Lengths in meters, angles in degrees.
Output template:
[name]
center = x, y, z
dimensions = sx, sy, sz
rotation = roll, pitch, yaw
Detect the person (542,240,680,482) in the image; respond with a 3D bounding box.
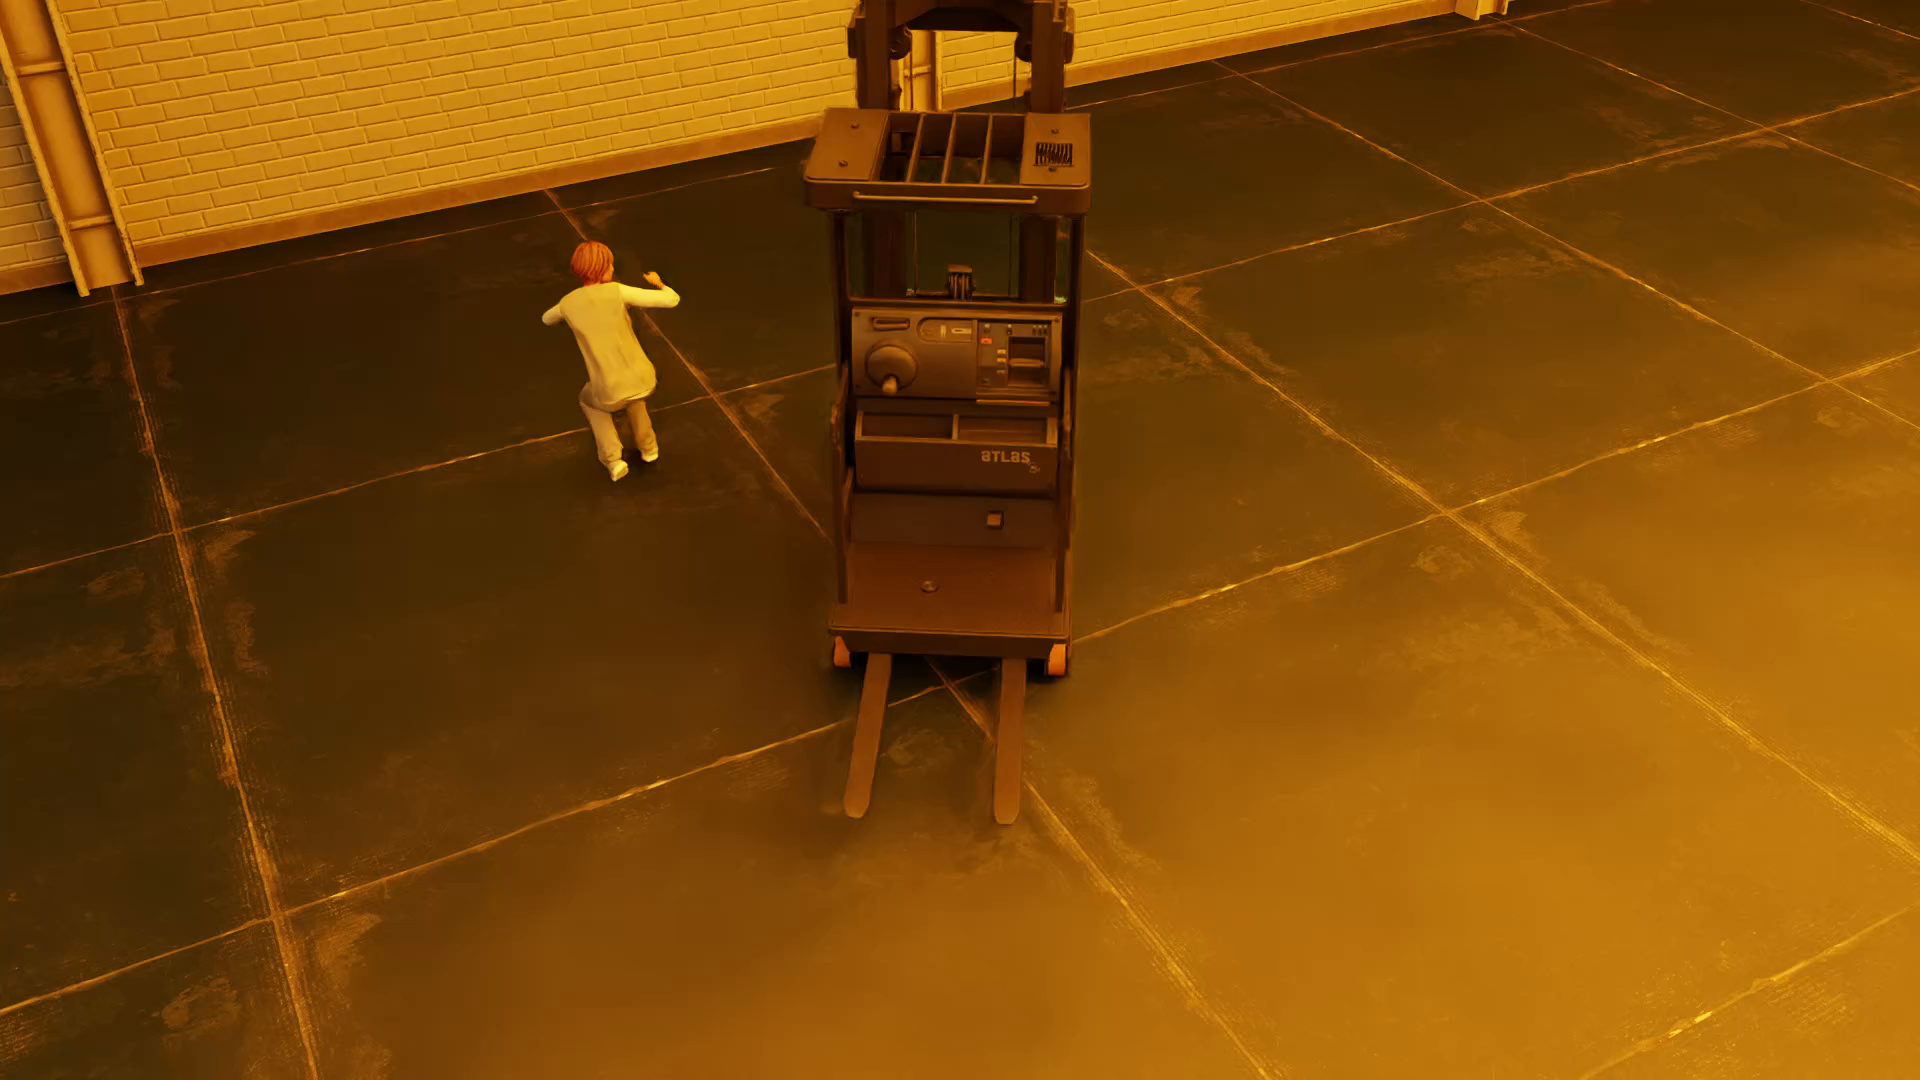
[person]
center = -1.855, -1.008, 8.945
dimensions = 0.680, 1.324, 0.881
rotation = -13, 37, -17

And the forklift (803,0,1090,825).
[forklift]
center = -0.027, -0.759, 7.197
dimensions = 1.130, 2.935, 3.031
rotation = 2, 35, 3
